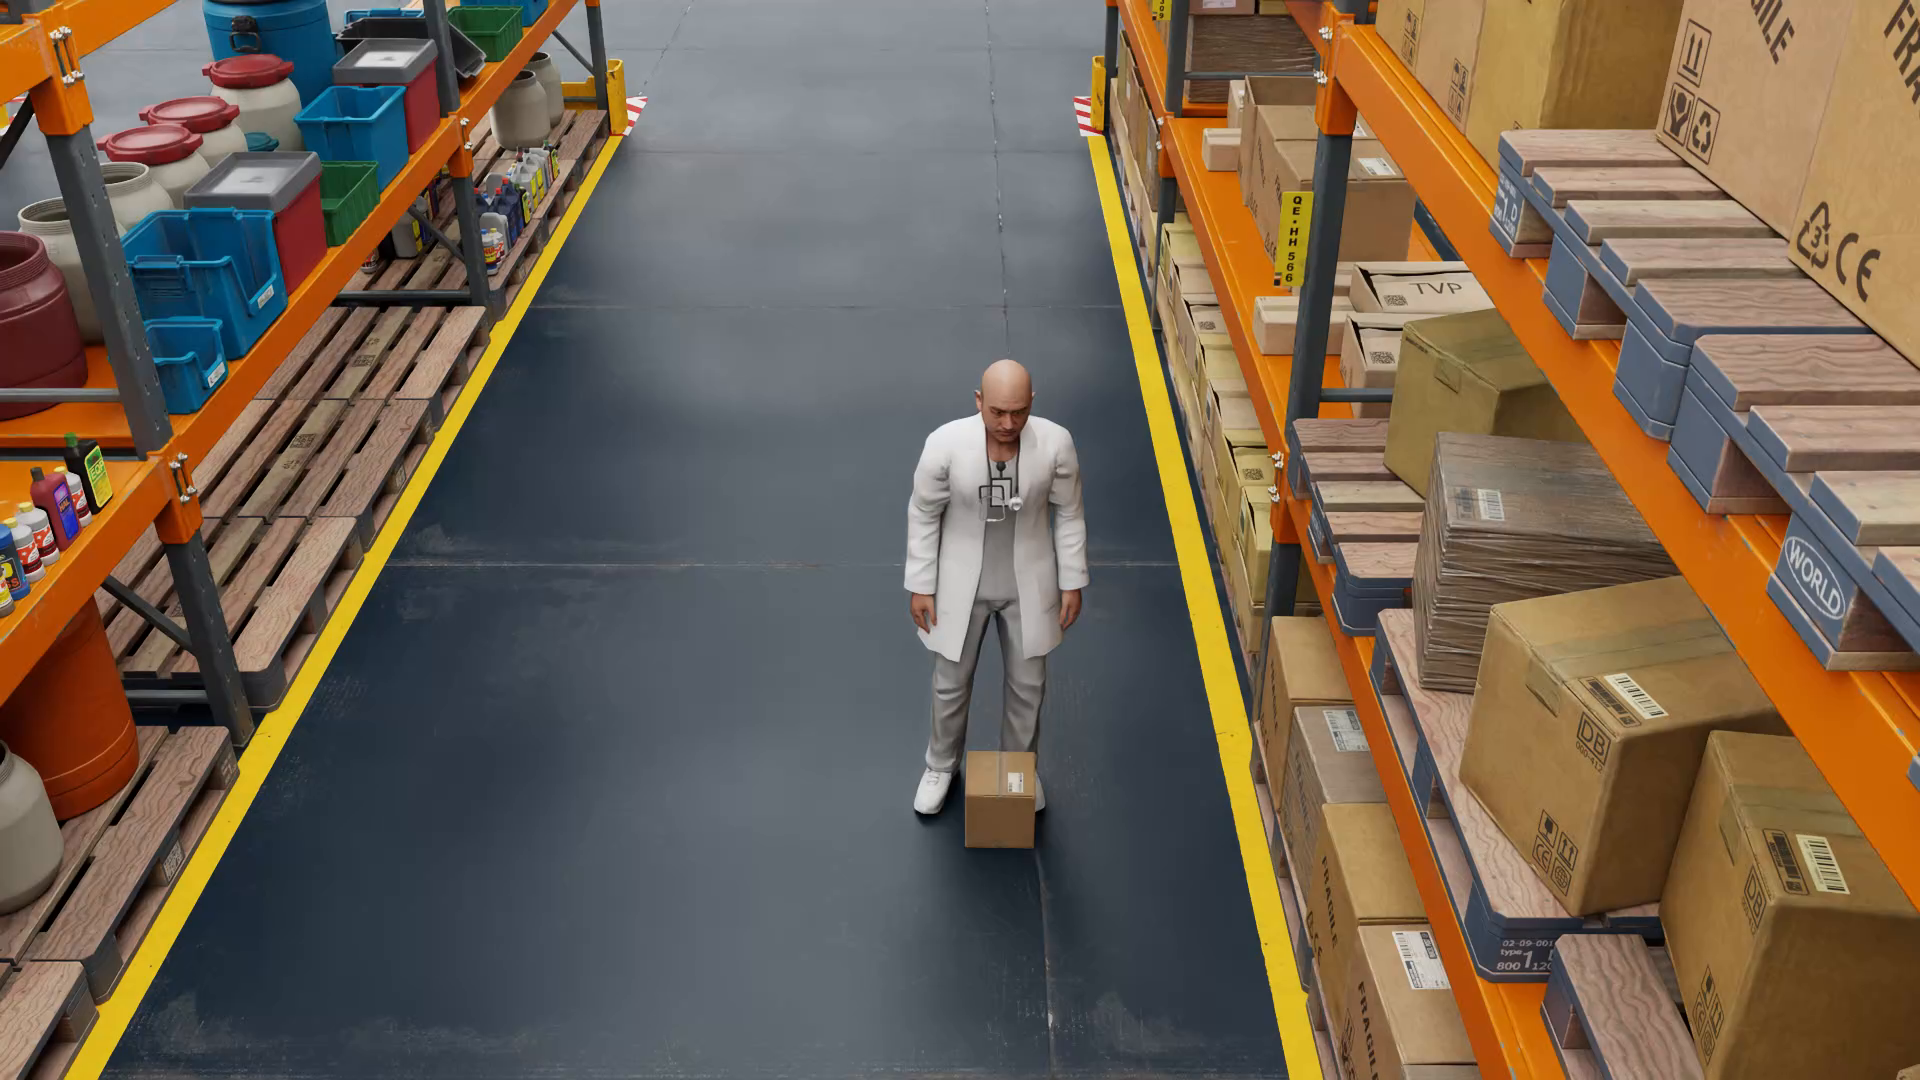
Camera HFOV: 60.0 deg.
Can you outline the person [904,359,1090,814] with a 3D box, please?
[{"bbox_3d":[0.129,0.167,5.871,0.655,1.775,0.423,-1,31,-2],"label":"person"}]
